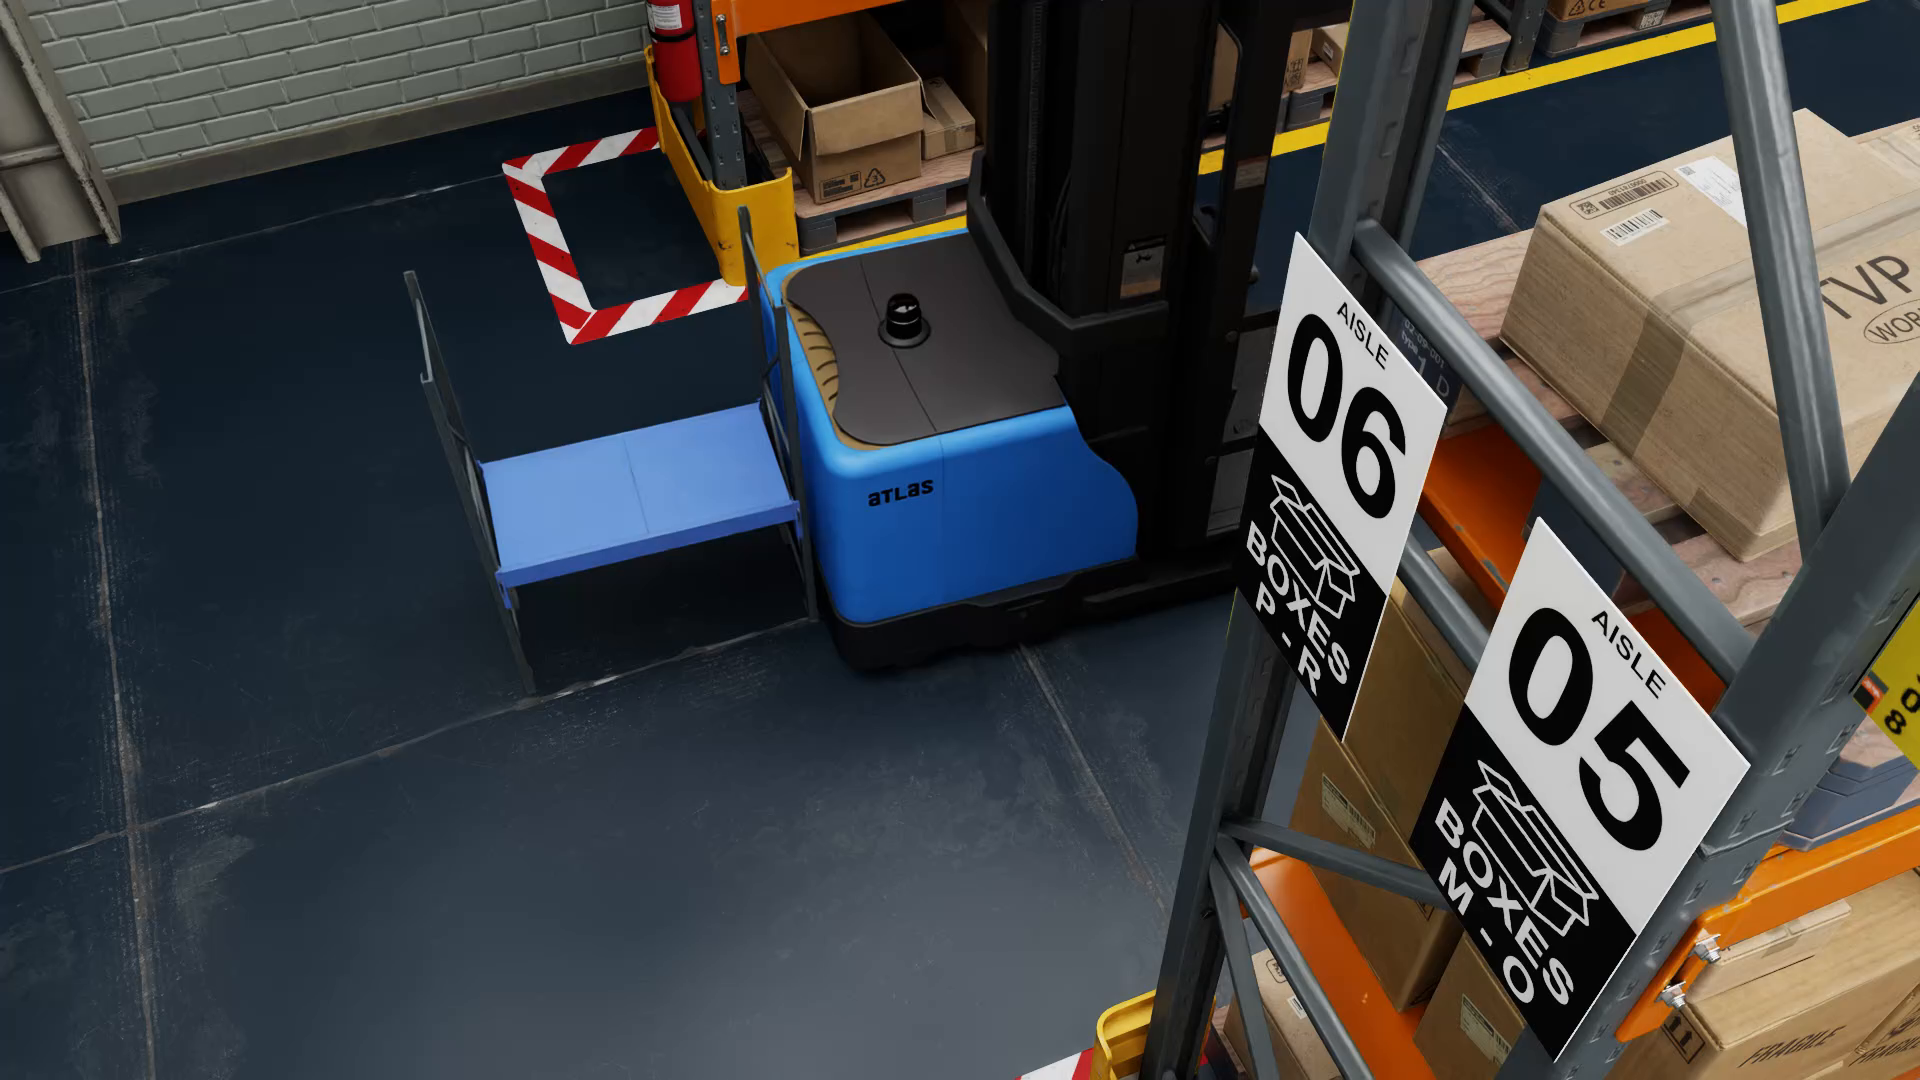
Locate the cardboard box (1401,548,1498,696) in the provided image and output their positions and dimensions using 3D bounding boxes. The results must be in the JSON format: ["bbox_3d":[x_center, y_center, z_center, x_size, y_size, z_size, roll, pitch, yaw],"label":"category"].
[{"bbox_3d":[1.006,0.176,2.969,0.250,0.149,0.380,-17,51,-14],"label":"cardboard box"}]

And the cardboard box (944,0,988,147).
[{"bbox_3d":[0.278,-2.145,7.486,0.500,0.500,0.700,-15,51,-13],"label":"cardboard box"}]

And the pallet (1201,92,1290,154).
[{"bbox_3d":[0.805,-2.185,7.988,1.213,0.211,1.003,-17,52,-14],"label":"pallet"}]

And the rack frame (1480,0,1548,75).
[{"bbox_3d":[2.572,-3.643,7.402,0.127,3.000,1.000,-17,52,-14],"label":"rack frame"}]

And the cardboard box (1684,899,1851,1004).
[{"bbox_3d":[1.183,0.512,2.680,0.250,0.149,0.380,-16,51,-13],"label":"cardboard box"}]

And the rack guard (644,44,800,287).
[{"bbox_3d":[-1.060,-1.703,7.383,0.348,0.500,1.175,-17,52,-14],"label":"rack guard"}]

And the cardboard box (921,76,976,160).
[{"bbox_3d":[-0.120,-1.907,7.513,0.250,0.149,0.380,-19,52,-16],"label":"cardboard box"}]

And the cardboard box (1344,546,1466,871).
[{"bbox_3d":[1.106,0.325,3.268,0.500,0.500,0.500,-16,51,-13],"label":"cardboard box"}]

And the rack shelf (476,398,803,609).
[{"bbox_3d":[-1.084,-0.136,5.615,1.000,0.185,0.538,-14,51,-12],"label":"rack shelf"}]

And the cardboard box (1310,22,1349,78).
[{"bbox_3d":[1.837,-2.421,7.877,0.258,0.266,0.396,-16,51,-13],"label":"cardboard box"}]

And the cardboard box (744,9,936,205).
[{"bbox_3d":[-0.528,-1.928,7.297,0.637,0.503,0.797,-19,52,-16],"label":"cardboard box"}]

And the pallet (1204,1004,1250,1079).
[{"bbox_3d":[1.460,1.613,4.725,1.213,0.211,1.003,-17,52,-14],"label":"pallet"}]

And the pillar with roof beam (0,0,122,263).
[{"bbox_3d":[-2.340,-1.286,1.423,0.400,9.000,9.100,-17,52,-14],"label":"pillar with roof beam"}]

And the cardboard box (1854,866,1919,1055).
[{"bbox_3d":[1.777,0.540,3.084,0.500,0.500,0.500,-18,52,-15],"label":"cardboard box"}]

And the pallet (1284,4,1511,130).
[{"bbox_3d":[1.936,-2.538,8.291,1.213,0.211,1.003,-17,52,-14],"label":"pallet"}]

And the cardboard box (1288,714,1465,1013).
[{"bbox_3d":[1.096,0.632,3.664,0.500,0.500,0.500,-17,51,-14],"label":"cardboard box"}]

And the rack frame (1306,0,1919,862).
[{"bbox_3d":[0.750,-0.965,1.147,0.127,3.000,1.000,-17,52,-14],"label":"rack frame"}]

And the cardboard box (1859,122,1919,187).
[{"bbox_3d":[1.490,-0.444,2.500,0.250,0.149,0.380,-21,52,-17],"label":"cardboard box"}]

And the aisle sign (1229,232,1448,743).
[{"bbox_3d":[0.566,-0.055,2.606,0.004,0.787,0.394,-17,52,-14],"label":"aisle sign"}]

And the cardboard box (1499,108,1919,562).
[{"bbox_3d":[1.132,-0.301,2.310,0.500,0.250,0.500,-22,53,-18],"label":"cardboard box"}]

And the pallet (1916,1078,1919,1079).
[{"bbox_3d":[2.588,1.266,5.023,1.213,0.211,1.003,-17,52,-14],"label":"pallet"}]

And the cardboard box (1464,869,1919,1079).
[{"bbox_3d":[1.302,0.693,2.952,0.500,0.500,0.500,-18,52,-15],"label":"cardboard box"}]

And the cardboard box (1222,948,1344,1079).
[{"bbox_3d":[1.323,1.428,4.459,0.875,0.438,0.875,-19,52,-15],"label":"cardboard box"}]

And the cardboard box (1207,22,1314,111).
[{"bbox_3d":[1.239,-2.443,7.741,0.500,0.500,0.700,-19,52,-16],"label":"cardboard box"}]

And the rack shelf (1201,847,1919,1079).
[{"bbox_3d":[2.601,0.650,4.189,4.000,0.370,1.077,-17,52,-14],"label":"rack shelf"}]

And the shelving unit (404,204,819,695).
[{"bbox_3d":[-1.084,-0.253,5.479,1.048,1.500,0.538,-14,51,-12],"label":"shelving unit"}]

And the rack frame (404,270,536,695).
[{"bbox_3d":[-1.568,-0.134,5.376,0.032,1.500,0.500,-14,51,-12],"label":"rack frame"}]

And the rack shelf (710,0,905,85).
[{"bbox_3d":[0.721,-2.835,7.182,4.000,0.370,1.077,-17,52,-14],"label":"rack shelf"}]

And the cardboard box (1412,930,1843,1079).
[{"bbox_3d":[1.303,1.021,3.330,0.500,0.500,0.500,-18,52,-15],"label":"cardboard box"}]

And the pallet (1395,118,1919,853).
[{"bbox_3d":[1.433,-0.179,2.508,1.213,0.211,1.003,-17,52,-14],"label":"pallet"}]

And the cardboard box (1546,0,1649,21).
[{"bbox_3d":[3.105,-2.946,8.174,0.500,0.500,0.500,-15,51,-13],"label":"cardboard box"}]

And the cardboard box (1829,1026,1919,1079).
[{"bbox_3d":[1.760,0.856,3.472,0.500,0.500,0.500,-18,52,-15],"label":"cardboard box"}]

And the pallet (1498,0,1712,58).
[{"bbox_3d":[3.311,-2.995,8.683,1.213,0.211,1.003,-17,52,-14],"label":"pallet"}]

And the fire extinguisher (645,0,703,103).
[{"bbox_3d":[-1.092,-1.982,6.272,0.183,0.674,0.296,-17,52,-14],"label":"fire extinguisher"}]

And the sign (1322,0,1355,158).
[{"bbox_3d":[0.557,-0.636,2.310,0.005,0.325,0.100,-17,52,-14],"label":"sign"}]

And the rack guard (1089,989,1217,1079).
[{"bbox_3d":[0.727,1.810,4.366,0.348,0.500,1.175,-17,52,-14],"label":"rack guard"}]

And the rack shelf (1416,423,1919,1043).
[{"bbox_3d":[2.601,-0.327,3.051,4.000,0.370,1.077,-17,52,-14],"label":"rack shelf"}]

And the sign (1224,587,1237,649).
[{"bbox_3d":[0.557,0.150,3.225,0.005,0.325,0.100,-17,52,-14],"label":"sign"}]

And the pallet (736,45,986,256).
[{"bbox_3d":[-0.322,-1.838,7.690,1.213,0.211,1.003,-17,52,-14],"label":"pallet"}]

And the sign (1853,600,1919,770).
[{"bbox_3d":[0.954,0.093,1.587,0.005,0.325,0.100,-17,52,-14],"label":"sign"}]

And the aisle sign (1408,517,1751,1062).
[{"bbox_3d":[0.793,0.367,2.244,0.004,0.787,0.394,-17,52,-14],"label":"aisle sign"}]

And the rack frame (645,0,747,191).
[{"bbox_3d":[-1.131,-2.496,6.416,0.127,3.000,1.000,-17,52,-14],"label":"rack frame"}]

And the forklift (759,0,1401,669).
[{"bbox_3d":[0.881,-1.172,5.324,3.031,2.935,1.130,-14,51,-12],"label":"forklift"}]

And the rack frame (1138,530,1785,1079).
[{"bbox_3d":[0.750,0.989,3.423,0.127,3.000,1.000,-17,52,-14],"label":"rack frame"}]

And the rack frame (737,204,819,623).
[{"bbox_3d":[-0.601,-0.372,5.581,0.032,1.500,0.500,-14,51,-12],"label":"rack frame"}]
